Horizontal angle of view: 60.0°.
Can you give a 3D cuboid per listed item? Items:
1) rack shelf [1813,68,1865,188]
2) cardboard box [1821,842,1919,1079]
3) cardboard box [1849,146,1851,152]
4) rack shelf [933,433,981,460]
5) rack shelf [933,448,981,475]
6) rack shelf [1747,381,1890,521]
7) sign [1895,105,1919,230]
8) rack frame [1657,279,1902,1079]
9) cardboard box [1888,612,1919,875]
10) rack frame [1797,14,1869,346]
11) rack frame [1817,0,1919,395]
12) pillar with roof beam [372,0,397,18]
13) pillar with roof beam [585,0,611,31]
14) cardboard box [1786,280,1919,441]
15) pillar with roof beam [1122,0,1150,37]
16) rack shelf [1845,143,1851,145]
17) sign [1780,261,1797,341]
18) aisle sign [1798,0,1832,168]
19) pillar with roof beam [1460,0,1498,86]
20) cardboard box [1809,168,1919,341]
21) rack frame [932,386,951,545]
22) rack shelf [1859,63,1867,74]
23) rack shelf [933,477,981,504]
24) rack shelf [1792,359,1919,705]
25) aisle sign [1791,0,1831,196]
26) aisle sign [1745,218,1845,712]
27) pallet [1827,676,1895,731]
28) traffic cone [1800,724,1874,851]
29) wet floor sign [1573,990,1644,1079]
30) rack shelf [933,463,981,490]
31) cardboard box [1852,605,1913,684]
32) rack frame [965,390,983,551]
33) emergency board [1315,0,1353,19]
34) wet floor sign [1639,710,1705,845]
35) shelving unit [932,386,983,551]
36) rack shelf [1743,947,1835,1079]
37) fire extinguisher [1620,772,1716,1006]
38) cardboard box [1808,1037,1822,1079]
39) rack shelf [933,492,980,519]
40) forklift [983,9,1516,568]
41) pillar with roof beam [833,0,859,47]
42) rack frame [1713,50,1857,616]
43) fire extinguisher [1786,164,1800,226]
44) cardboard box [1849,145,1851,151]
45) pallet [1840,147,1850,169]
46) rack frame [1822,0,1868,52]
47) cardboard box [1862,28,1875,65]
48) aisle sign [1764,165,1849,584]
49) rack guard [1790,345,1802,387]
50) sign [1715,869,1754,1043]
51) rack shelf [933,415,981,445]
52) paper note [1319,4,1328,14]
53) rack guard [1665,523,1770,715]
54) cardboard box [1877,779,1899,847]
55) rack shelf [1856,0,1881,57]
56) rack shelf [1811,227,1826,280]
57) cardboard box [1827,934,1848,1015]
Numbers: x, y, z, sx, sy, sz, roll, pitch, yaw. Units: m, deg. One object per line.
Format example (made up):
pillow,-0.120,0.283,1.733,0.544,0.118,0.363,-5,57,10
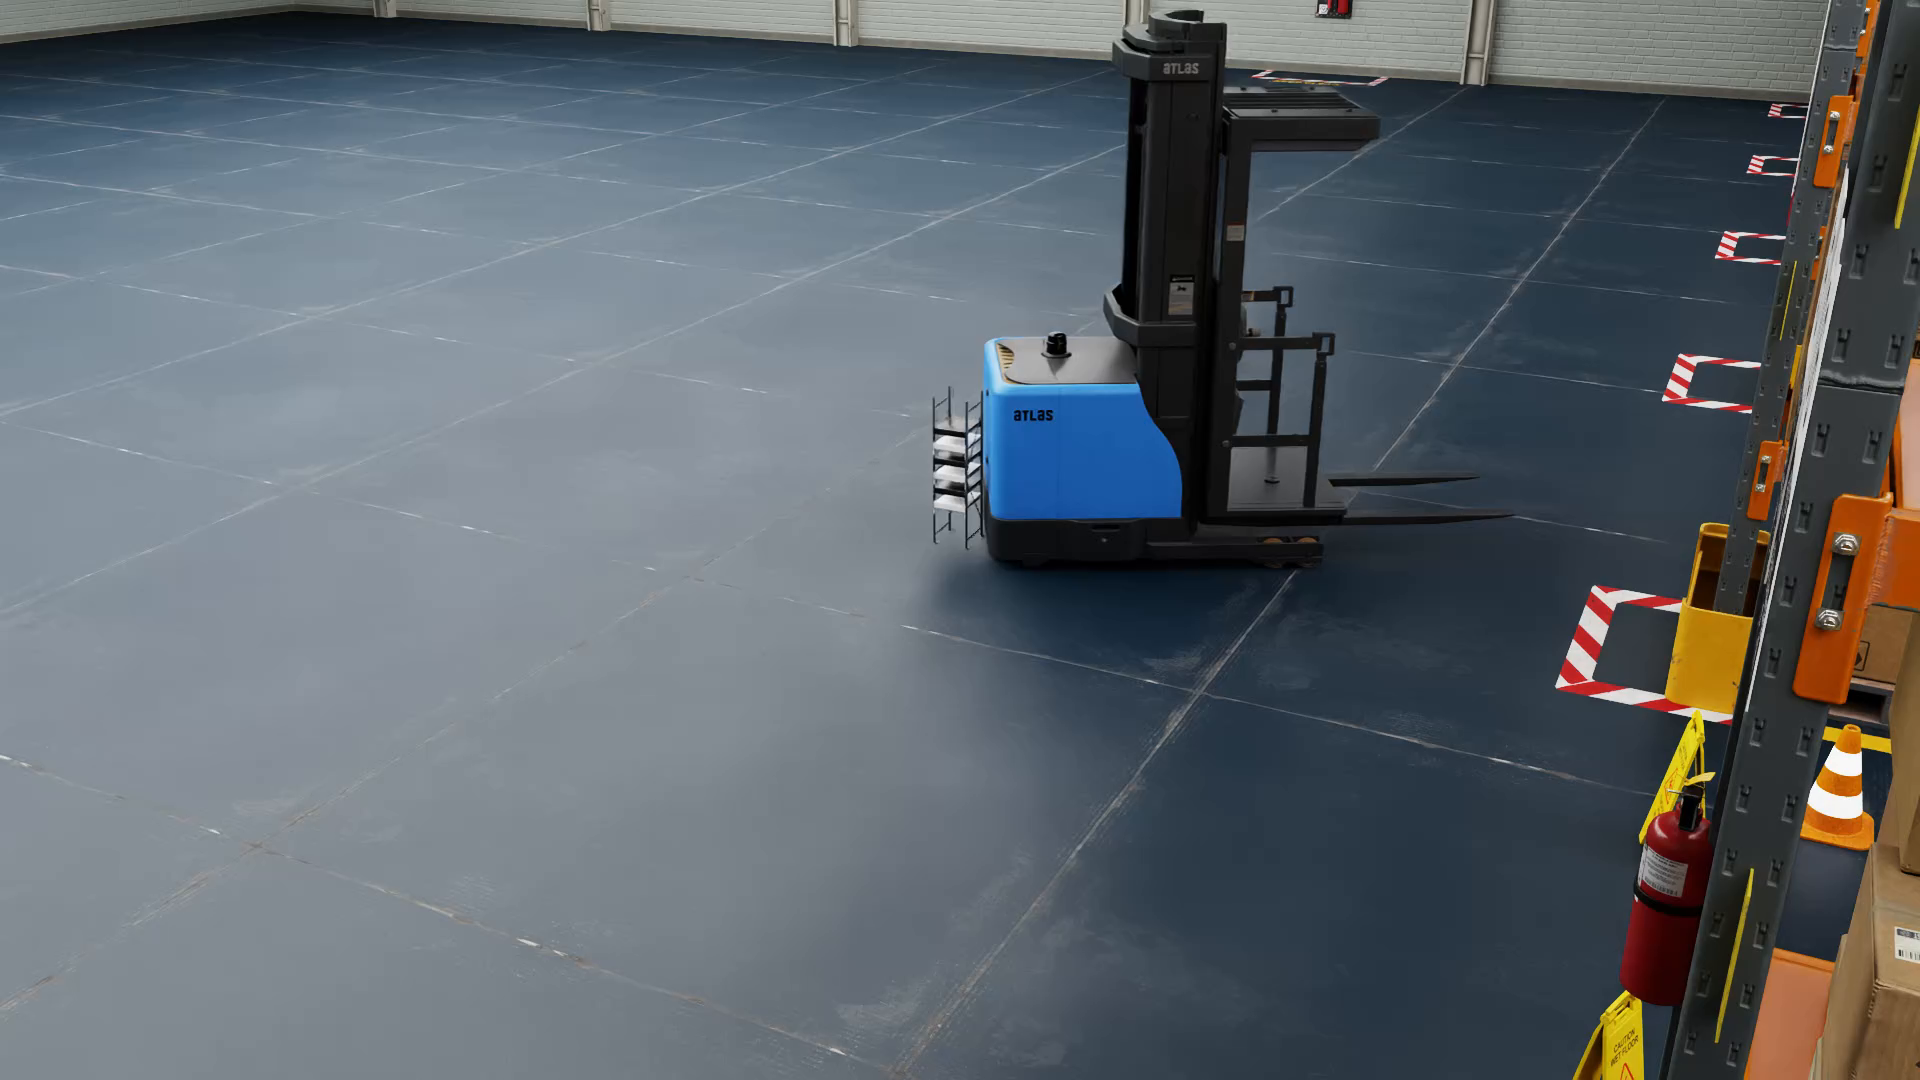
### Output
rack shelf,5.583,-1.476,6.475,4.000,0.370,1.077,11,25,25
cardboard box,1.953,0.964,3.142,0.500,0.500,0.500,11,25,24
cardboard box,10.978,-4.709,19.967,0.500,0.250,0.500,11,25,25
rack shelf,-0.011,-0.546,9.509,0.200,0.077,0.258,10,25,22
rack shelf,-0.011,-0.463,9.544,0.200,0.077,0.258,10,25,22
rack shelf,5.583,-0.096,7.062,4.000,0.370,1.077,11,25,25
sign,1.410,-0.626,2.440,0.005,0.325,0.100,11,25,25
rack frame,1.655,0.967,3.644,0.127,3.000,1.000,11,25,25
cardboard box,2.209,0.338,3.338,0.500,0.500,0.700,11,25,23
rack frame,6.126,-2.494,11.783,0.127,3.000,1.000,11,25,25
rack frame,1.655,-1.794,2.470,0.127,3.000,1.000,11,25,25
pillar with roof beam,-14.869,-14.417,32.153,0.400,9.000,9.100,11,25,25
pillar with roof beam,-9.514,-13.358,29.662,0.400,9.000,9.100,11,25,25
cardboard box,4.150,-0.799,7.605,0.550,0.550,0.875,11,25,25
pillar with roof beam,1.195,-11.239,24.679,0.400,9.000,9.100,11,25,25
rack shelf,10.146,-3.540,15.161,4.000,0.370,1.077,11,25,25
sign,3.543,-1.022,7.113,0.005,0.325,0.100,11,25,25
aisle sign,3.870,-2.094,7.518,0.004,0.787,0.394,11,25,25
pillar with roof beam,6.549,-10.179,22.188,0.400,9.000,9.100,11,25,25
cardboard box,4.112,-1.267,7.325,0.550,0.550,0.875,11,25,25
rack frame,-0.104,-0.427,9.604,0.006,0.900,0.240,10,25,22
rack shelf,12.384,-5.269,19.227,4.000,0.370,1.077,11,25,25
rack shelf,-0.011,-0.298,9.615,0.200,0.077,0.258,10,25,22
rack shelf,3.440,0.271,2.367,4.000,0.370,1.077,11,25,25
aisle sign,3.600,-1.884,7.026,0.004,0.787,0.394,11,25,25
aisle sign,1.460,-0.132,2.906,0.004,0.787,0.394,11,25,25
pallet,4.547,0.617,8.029,1.213,0.211,1.003,11,25,25
traffic cone,3.632,0.977,6.861,0.334,0.463,0.336,11,25,25
wet floor sign,1.968,1.643,5.062,0.267,0.644,0.232,-20,30,-39
rack shelf,-0.011,-0.380,9.580,0.200,0.077,0.258,10,25,22
cardboard box,4.433,0.101,7.858,0.875,0.875,0.875,11,26,25
rack frame,0.082,-0.395,9.529,0.006,0.900,0.240,10,25,22
emergency board,6.304,-9.372,27.955,0.643,1.169,0.194,11,25,25
wet floor sign,2.879,0.990,6.598,0.232,0.644,0.267,7,24,15
shelving unit,-0.011,-0.411,9.567,0.210,0.900,0.258,10,25,22
rack shelf,3.440,1.651,2.954,4.000,0.370,1.077,11,25,25
fire extinguisher,1.761,0.821,4.085,0.183,0.674,0.296,11,25,25
cardboard box,1.865,1.215,3.382,0.250,0.149,0.380,11,26,25
rack shelf,-0.011,-0.215,9.650,0.200,0.077,0.258,10,25,22
forklift,1.660,-1.396,9.288,3.031,2.935,1.130,-1,23,-2
pillar with roof beam,-4.160,-12.298,27.170,0.400,9.000,9.100,11,25,25
rack frame,3.798,-0.780,7.751,0.127,3.000,1.000,11,25,25
fire extinguisher,6.232,-2.640,12.224,0.183,0.674,0.296,11,25,25
cardboard box,11.211,-4.890,20.392,0.500,0.250,0.500,11,25,25
pallet,11.301,-4.550,20.179,1.213,0.211,1.003,11,25,25
rack frame,3.798,-3.541,6.577,0.127,3.000,1.000,11,25,25
cardboard box,11.010,-5.913,19.693,0.500,0.500,0.700,11,25,25
aisle sign,1.731,-0.342,3.399,0.004,0.787,0.394,11,25,25
rack guard,6.194,-1.331,12.240,0.348,0.500,1.175,11,25,25
sign,1.410,0.758,3.029,0.005,0.325,0.100,11,25,25
rack shelf,-0.011,-0.629,9.474,0.200,0.077,0.258,10,25,22
paper note,6.177,-9.022,28.257,0.142,0.148,0.016,11,25,25
rack guard,3.777,0.366,8.250,0.348,0.500,1.175,11,25,25
cardboard box,2.264,0.783,3.567,0.500,0.500,0.500,11,25,24
rack shelf,7.911,-3.191,10.506,4.000,0.370,1.077,11,25,25
rack shelf,7.911,-1.810,11.093,4.000,0.370,1.077,11,25,25
cardboard box,2.085,1.074,3.714,0.250,0.149,0.380,12,26,26
